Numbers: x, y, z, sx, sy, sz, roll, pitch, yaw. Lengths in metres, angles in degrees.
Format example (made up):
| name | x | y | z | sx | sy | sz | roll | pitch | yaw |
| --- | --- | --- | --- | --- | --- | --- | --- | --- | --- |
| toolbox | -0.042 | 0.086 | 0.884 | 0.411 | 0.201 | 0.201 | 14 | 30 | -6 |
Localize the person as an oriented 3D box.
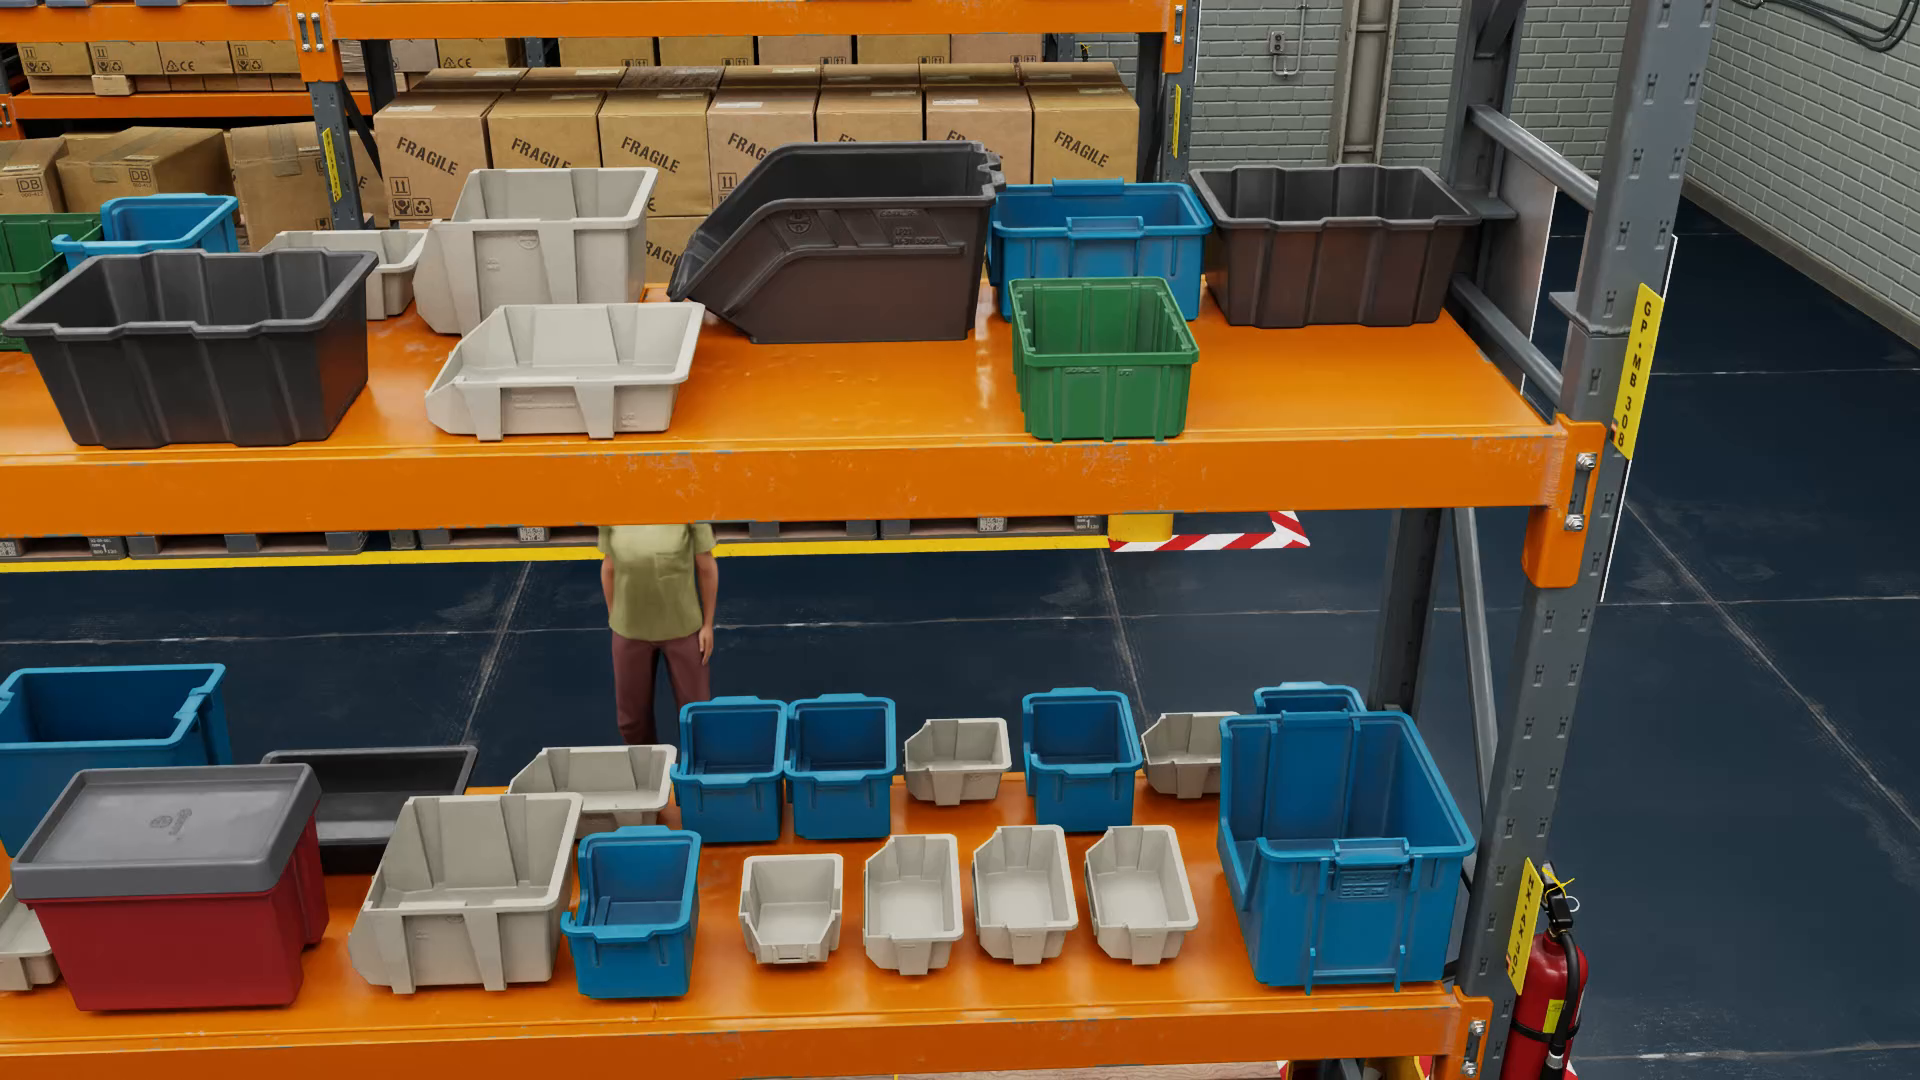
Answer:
| name | x | y | z | sx | sy | sz | roll | pitch | yaw |
| --- | --- | --- | --- | --- | --- | --- | --- | --- | --- |
| person | -1.155 | 0.349 | 6.479 | 0.455 | 1.662 | 0.350 | -1 | 28 | -1 |
